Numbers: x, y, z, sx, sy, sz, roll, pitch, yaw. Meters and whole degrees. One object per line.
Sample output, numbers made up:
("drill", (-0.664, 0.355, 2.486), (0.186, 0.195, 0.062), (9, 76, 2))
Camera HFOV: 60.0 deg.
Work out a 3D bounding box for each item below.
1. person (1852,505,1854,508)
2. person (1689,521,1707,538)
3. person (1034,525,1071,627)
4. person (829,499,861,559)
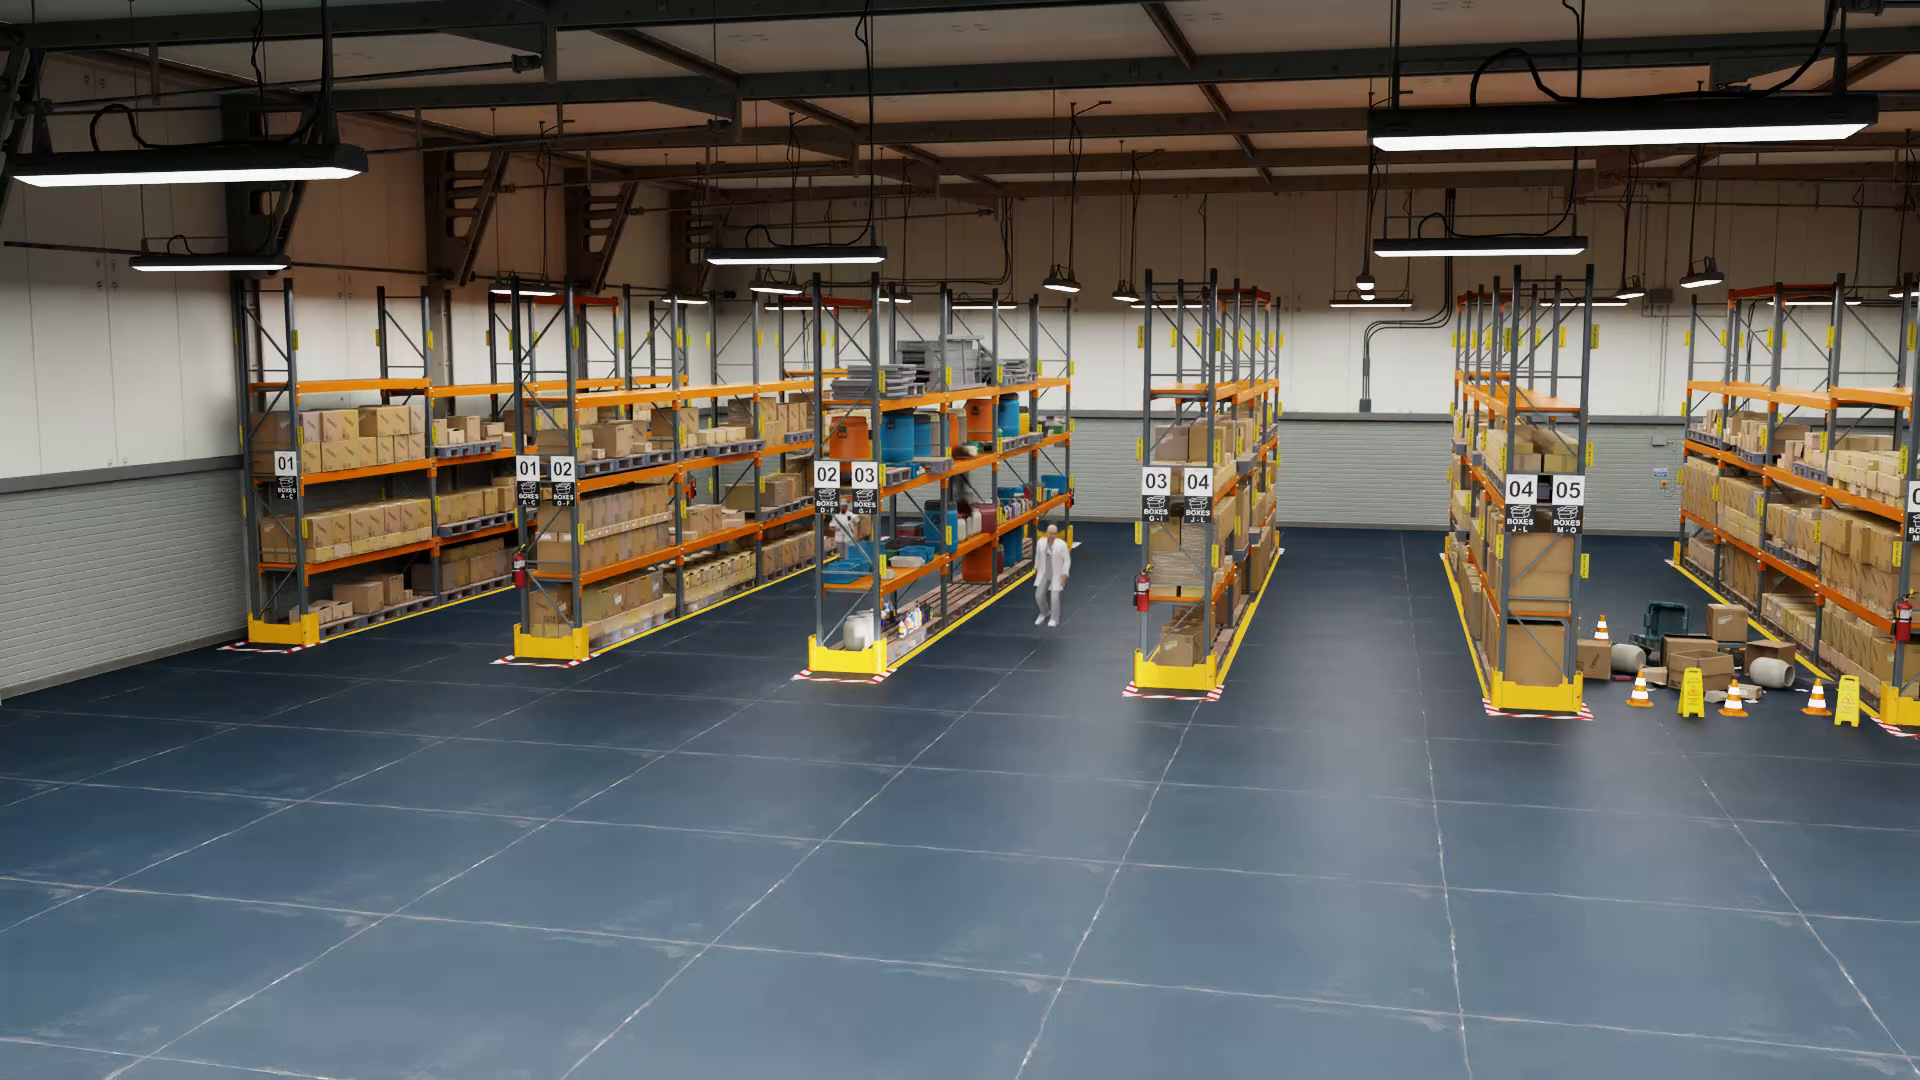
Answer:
("person", (18.215, 0.092, 33.854), (0.704, 1.735, 0.884), (-2, 7, -12))
("person", (17.025, -0.351, 38.001), (0.737, 1.686, 0.608), (3, 7, 23))
("person", (1.502, 0.589, 27.362), (0.691, 1.726, 0.674), (2, 7, 17))
("person", (-2.201, 0.072, 31.683), (0.531, 1.759, 0.815), (2, 7, 13))
